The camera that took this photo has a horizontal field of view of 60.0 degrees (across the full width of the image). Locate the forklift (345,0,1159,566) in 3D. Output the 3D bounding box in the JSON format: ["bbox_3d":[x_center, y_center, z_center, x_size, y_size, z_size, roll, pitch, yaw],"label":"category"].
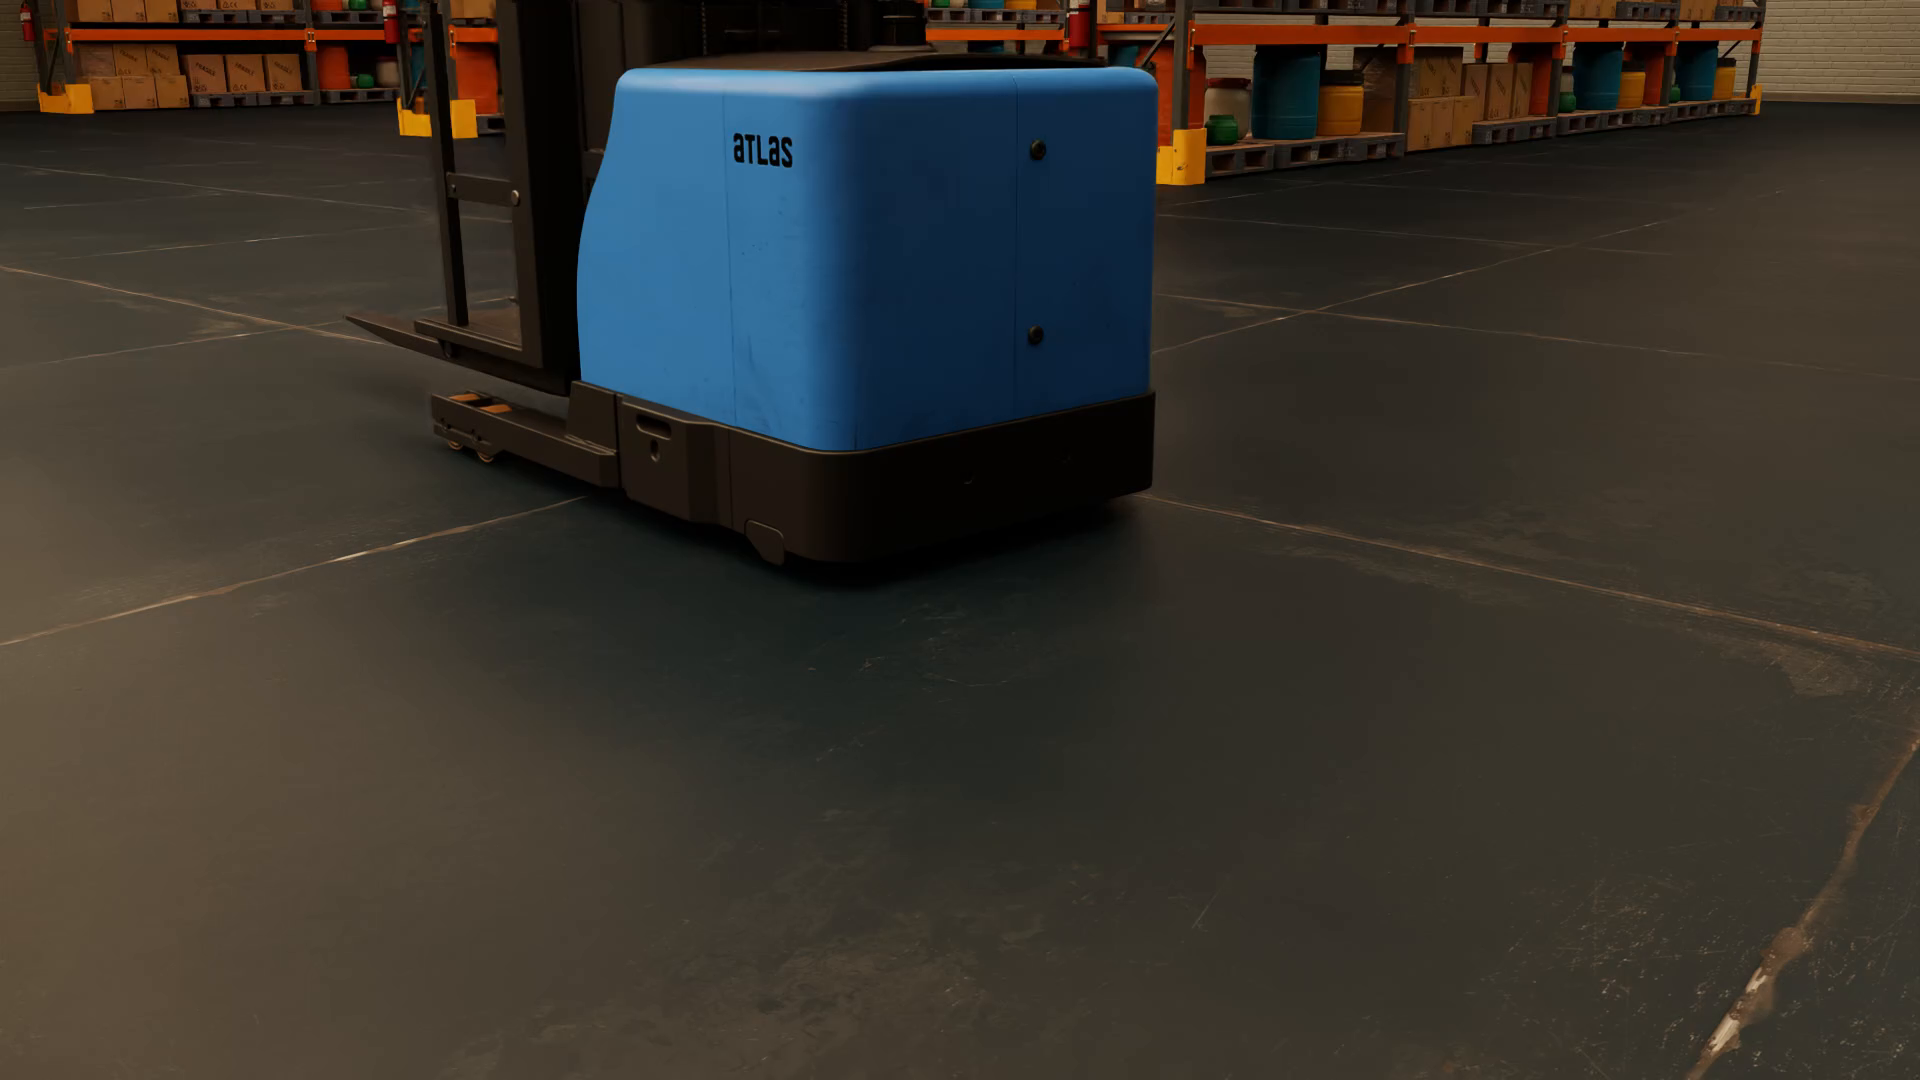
[{"bbox_3d":[-0.871,-1.702,4.503,1.130,2.935,3.031,-14,22,-39],"label":"forklift"}]
